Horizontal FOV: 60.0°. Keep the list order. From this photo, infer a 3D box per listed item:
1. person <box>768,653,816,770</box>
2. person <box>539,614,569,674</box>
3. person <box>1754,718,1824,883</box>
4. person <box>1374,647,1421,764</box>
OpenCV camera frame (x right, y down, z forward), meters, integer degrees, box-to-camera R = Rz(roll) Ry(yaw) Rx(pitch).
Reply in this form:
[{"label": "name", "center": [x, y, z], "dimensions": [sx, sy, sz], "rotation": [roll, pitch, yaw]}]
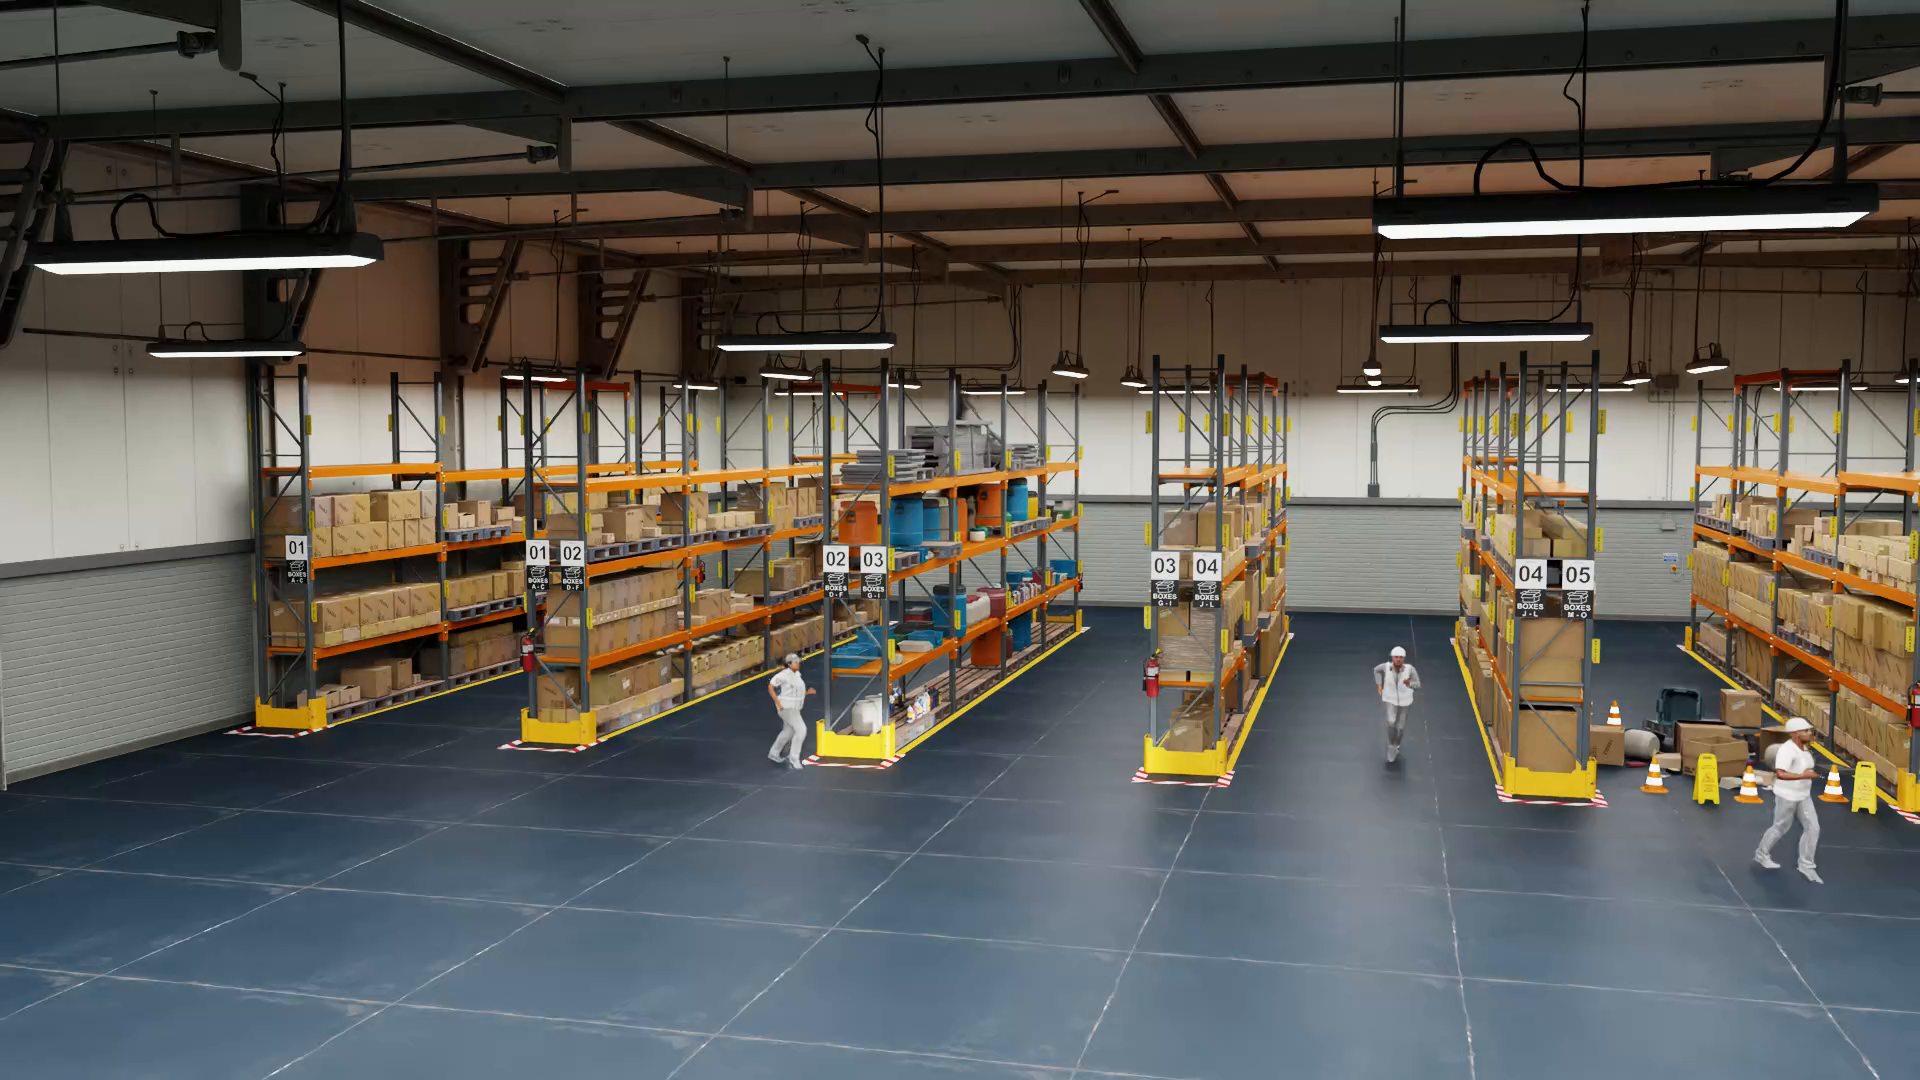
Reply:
[{"label": "person", "center": [-2.500, 2.512, 24.397], "dimensions": [0.759, 1.704, 0.592], "rotation": [1, 4, 19]}, {"label": "person", "center": [-7.663, 1.978, 31.481], "dimensions": [0.702, 1.732, 0.680], "rotation": [1, 4, 8]}, {"label": "person", "center": [9.162, 2.867, 18.363], "dimensions": [0.661, 1.835, 0.774], "rotation": [-3, 5, -35]}, {"label": "person", "center": [6.494, 2.429, 24.727], "dimensions": [0.646, 1.743, 0.926], "rotation": [1, 4, 8]}]
